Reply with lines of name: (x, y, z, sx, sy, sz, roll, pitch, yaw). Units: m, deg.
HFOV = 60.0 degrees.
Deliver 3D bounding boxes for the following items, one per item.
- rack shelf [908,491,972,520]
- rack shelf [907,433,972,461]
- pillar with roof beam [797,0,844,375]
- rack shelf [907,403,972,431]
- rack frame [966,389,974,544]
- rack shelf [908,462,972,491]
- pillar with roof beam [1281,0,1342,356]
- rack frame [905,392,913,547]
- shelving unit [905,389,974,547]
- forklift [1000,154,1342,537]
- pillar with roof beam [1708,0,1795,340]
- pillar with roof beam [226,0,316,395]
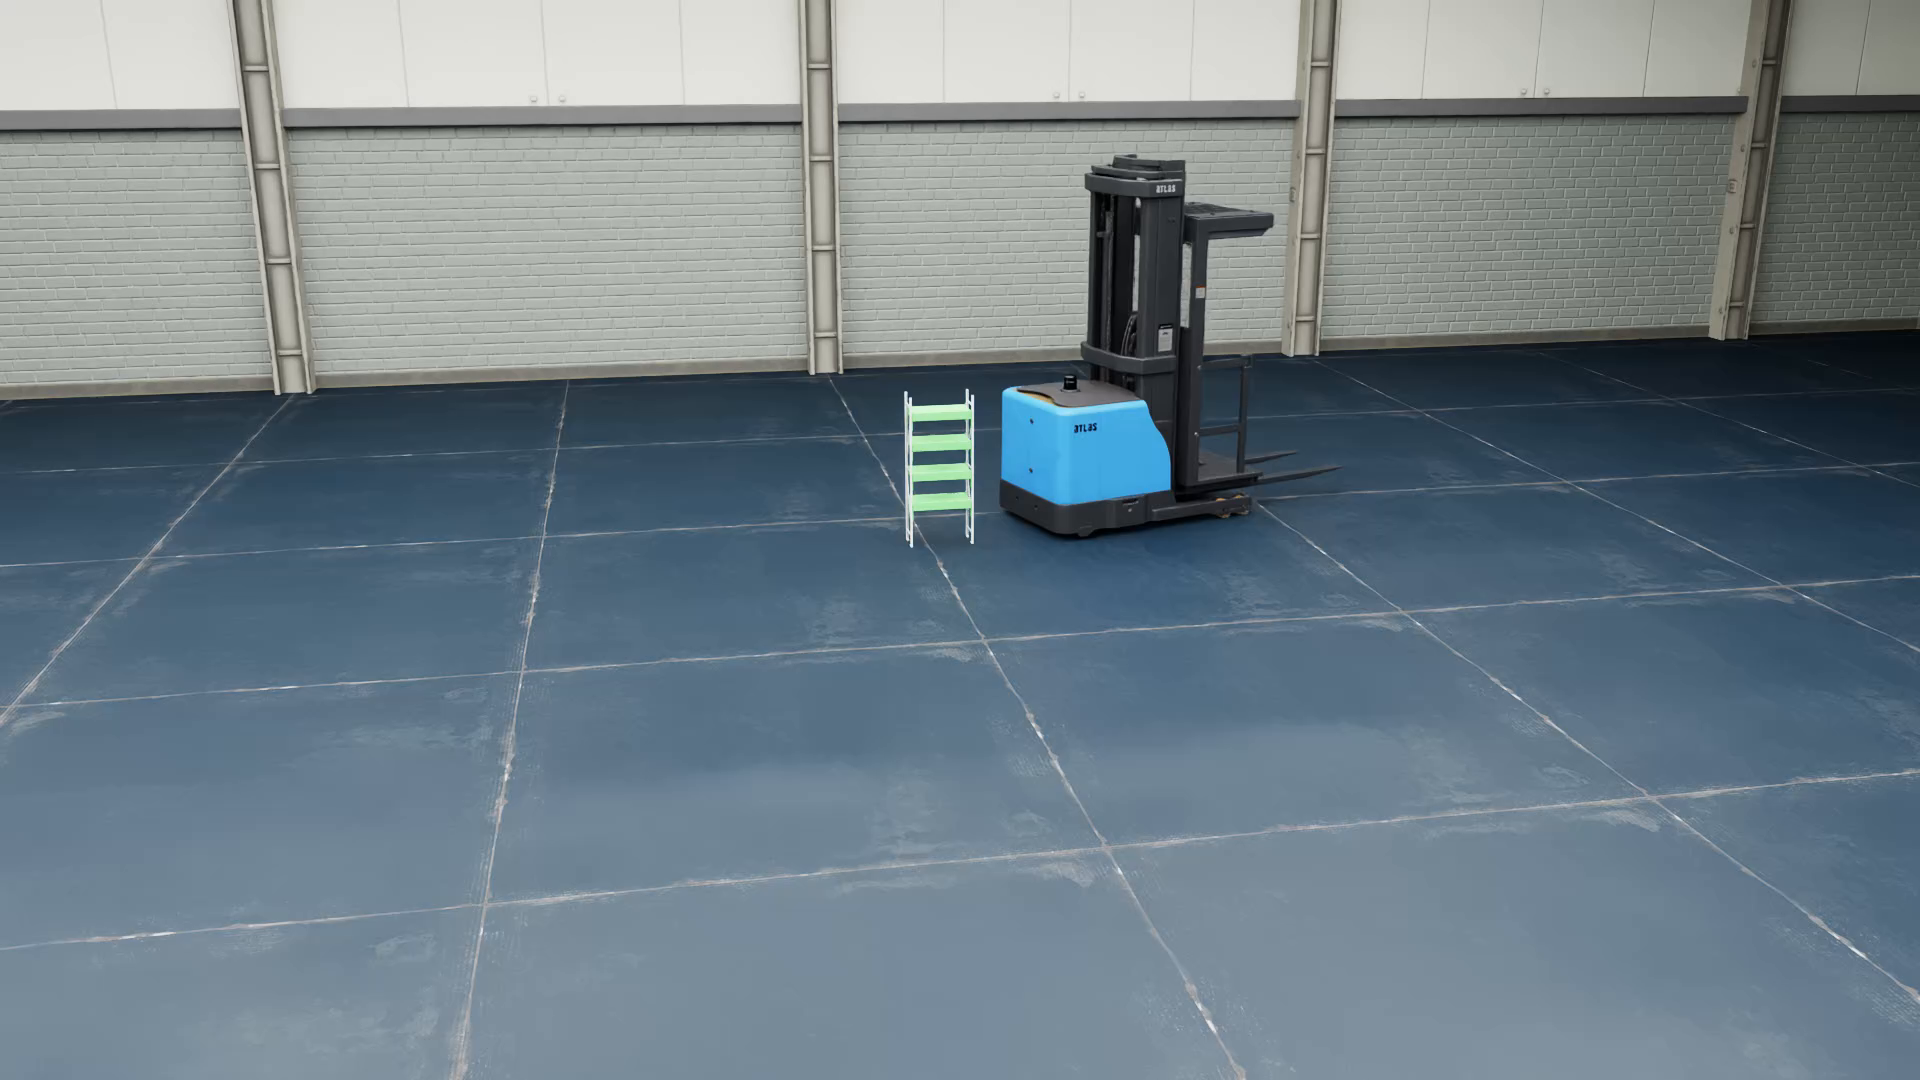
rack shelf: (-0.163, -0.274, 13.195, 0.480, 0.148, 0.258, -3, 17, -10)
rack shelf: (-0.163, -0.733, 13.054, 0.480, 0.148, 0.258, -3, 17, -10)
pillar with roof beam: (-0.792, -5.075, 14.509, 0.400, 9.000, 9.100, -3, 17, -10)
rack shelf: (-0.163, -0.962, 12.983, 0.480, 0.148, 0.258, -3, 17, -10)
rack frame: (0.077, -0.578, 13.150, 0.015, 1.200, 0.240, -3, 17, -10)
rack shelf: (-0.163, -0.503, 13.124, 0.480, 0.148, 0.258, -3, 17, -10)
pillar with roof beam: (5.099, -5.409, 15.597, 0.400, 9.000, 9.100, -3, 17, -10)
rack frame: (-0.402, -0.551, 13.061, 0.015, 1.200, 0.240, -3, 17, -10)
shelving unit: (-0.163, -0.564, 13.106, 0.503, 1.200, 0.258, -3, 17, -10)
forklift: (1.879, -1.711, 13.891, 3.031, 2.935, 1.130, -9, 19, -27)
pillar with roof beam: (10.990, -5.744, 16.685, 0.400, 9.000, 9.100, -3, 17, -10)
pillar with roof beam: (-6.683, -4.741, 13.421, 0.400, 9.000, 9.100, -3, 17, -10)
